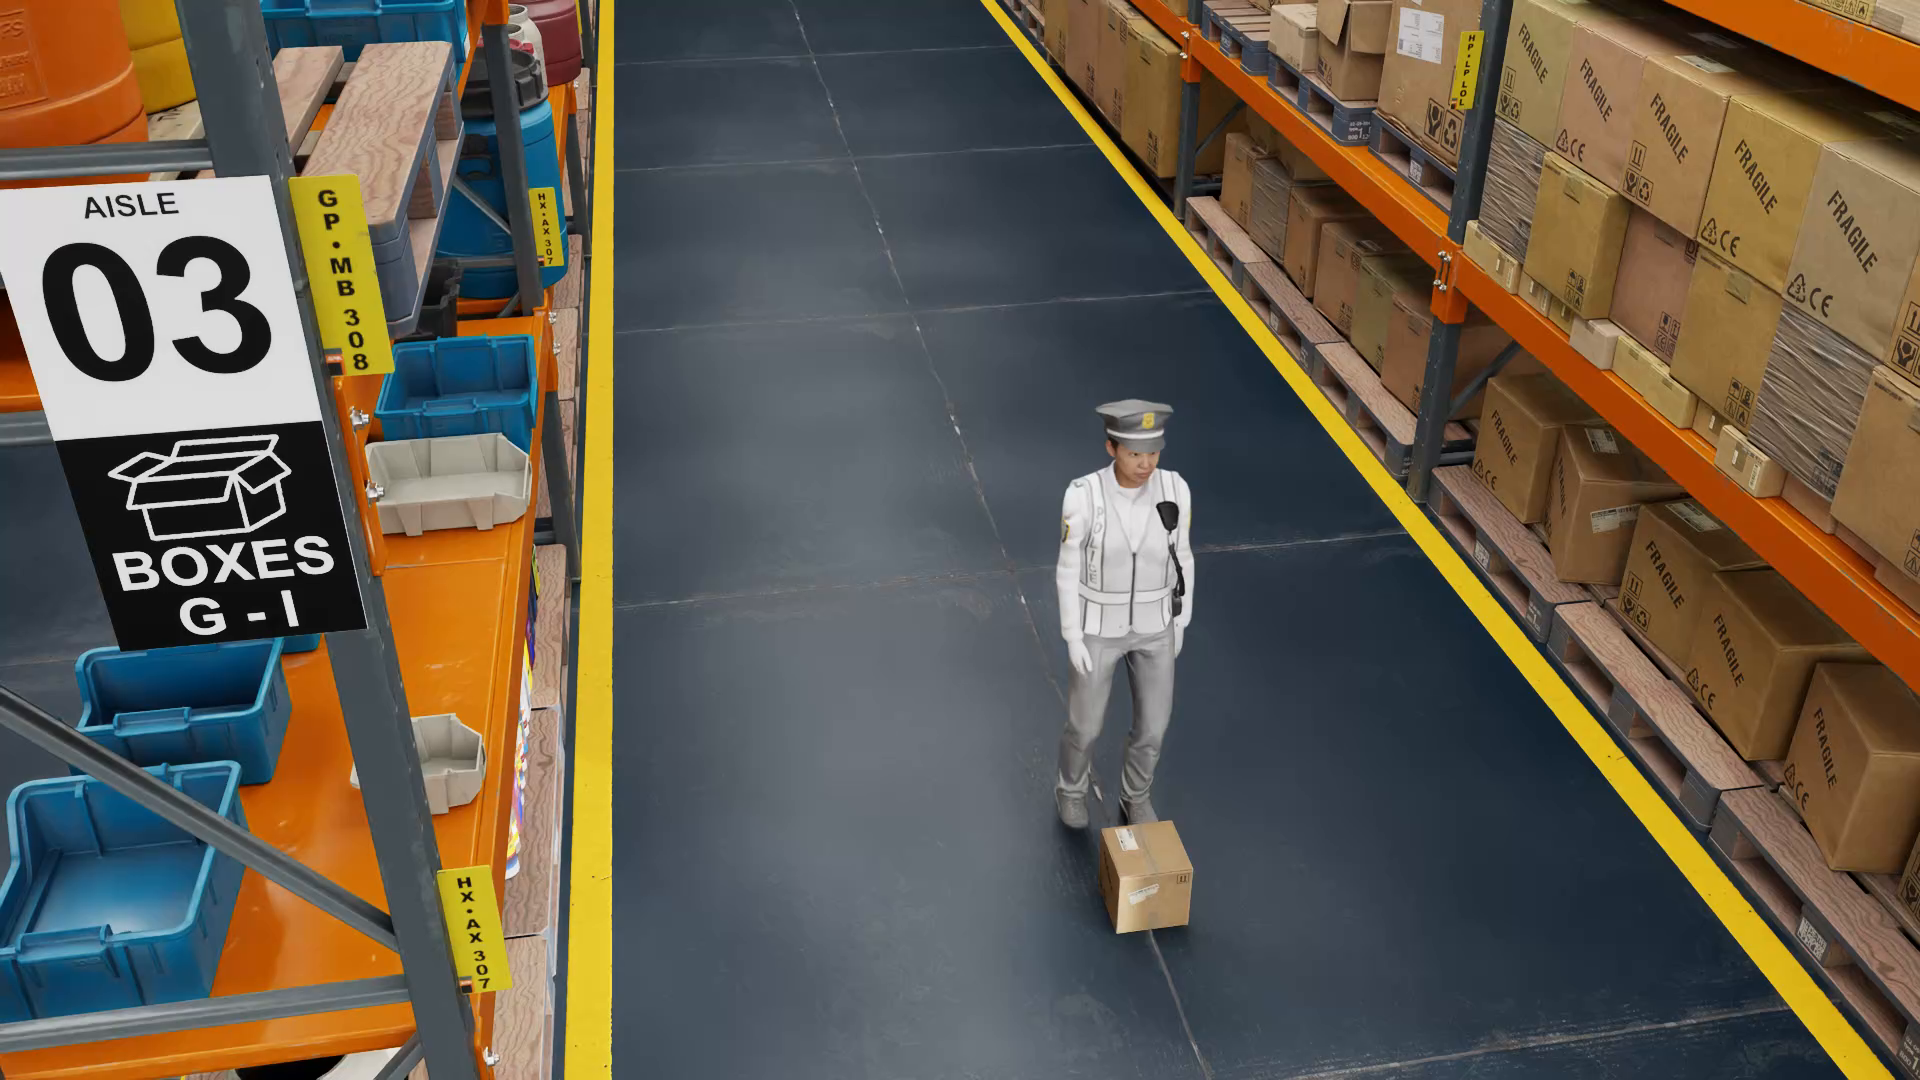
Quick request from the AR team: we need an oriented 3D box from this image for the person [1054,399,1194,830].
[{"bbox_3d":[0.560,0.316,5.650,0.473,1.723,0.380,-5,31,-7],"label":"person"}]
